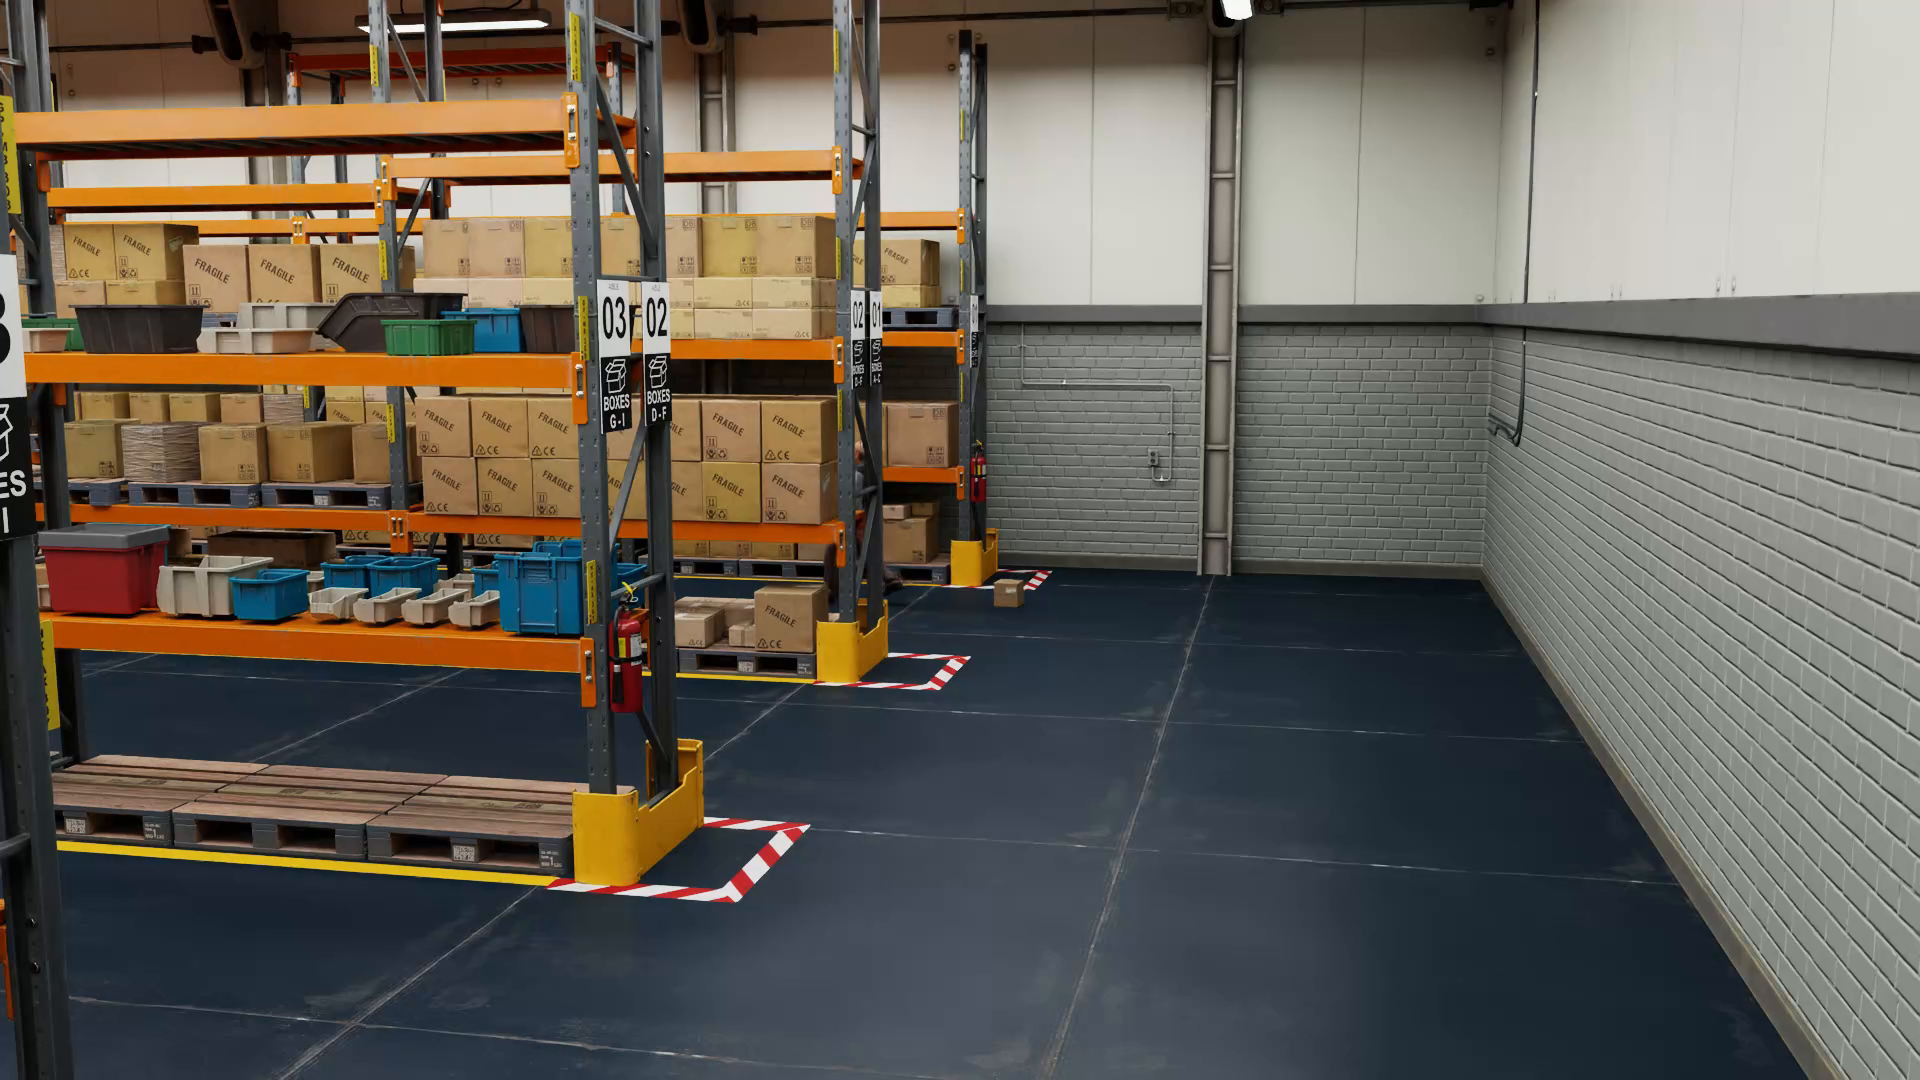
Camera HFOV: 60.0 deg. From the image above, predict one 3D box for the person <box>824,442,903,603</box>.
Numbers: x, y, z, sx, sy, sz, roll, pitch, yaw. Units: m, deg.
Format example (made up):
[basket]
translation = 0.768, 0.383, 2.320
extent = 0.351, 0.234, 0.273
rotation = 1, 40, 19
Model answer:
[person]
translation = -1.091, -0.181, 17.228
extent = 0.985, 1.680, 0.537
rotation = 3, 8, 18
